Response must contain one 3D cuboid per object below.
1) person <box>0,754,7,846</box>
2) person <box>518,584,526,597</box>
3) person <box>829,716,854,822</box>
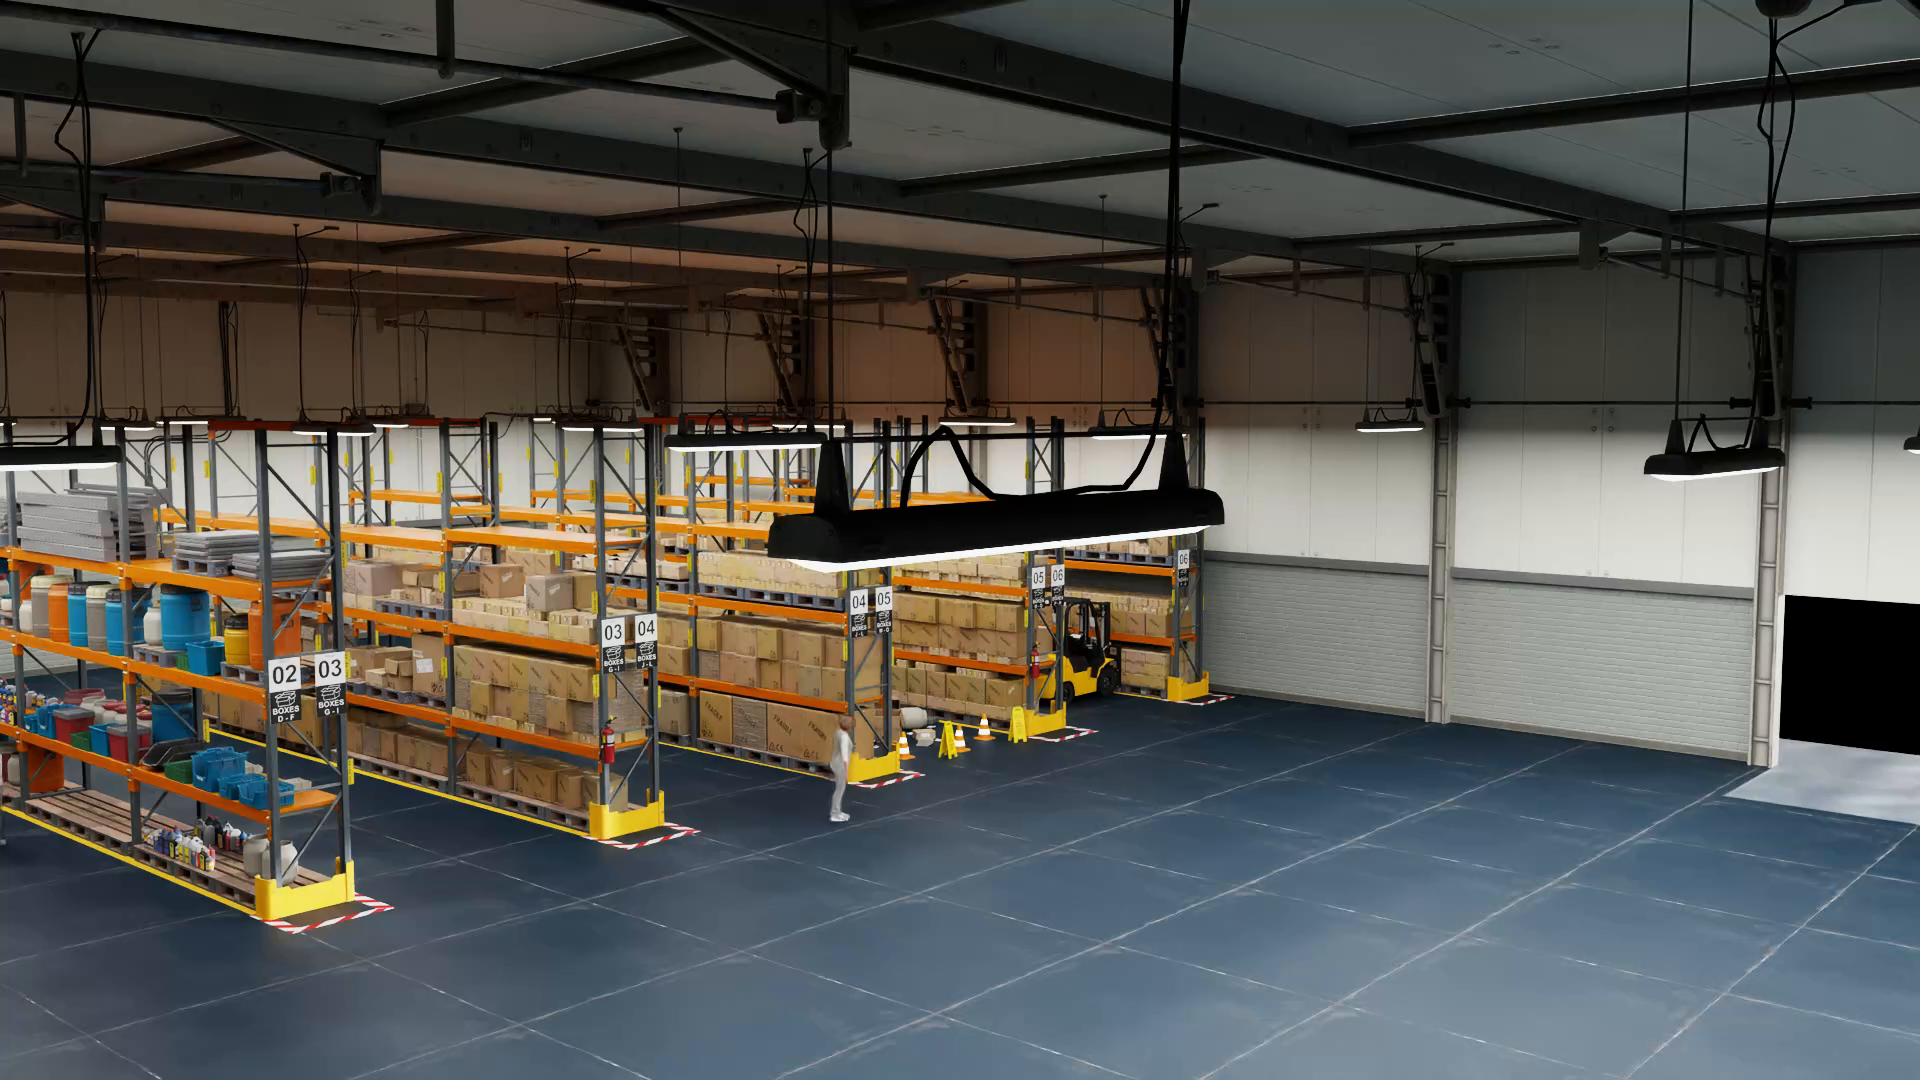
[{"bbox_3d":[-13.779,3.479,23.567,0.591,1.769,0.458,2,5,22],"label":"person"},{"bbox_3d":[-12.058,1.685,45.517,0.602,1.758,0.552,-3,6,-34],"label":"person"},{"bbox_3d":[-1.793,3.459,25.150,0.376,1.590,0.451,-1,5,-14],"label":"person"}]
